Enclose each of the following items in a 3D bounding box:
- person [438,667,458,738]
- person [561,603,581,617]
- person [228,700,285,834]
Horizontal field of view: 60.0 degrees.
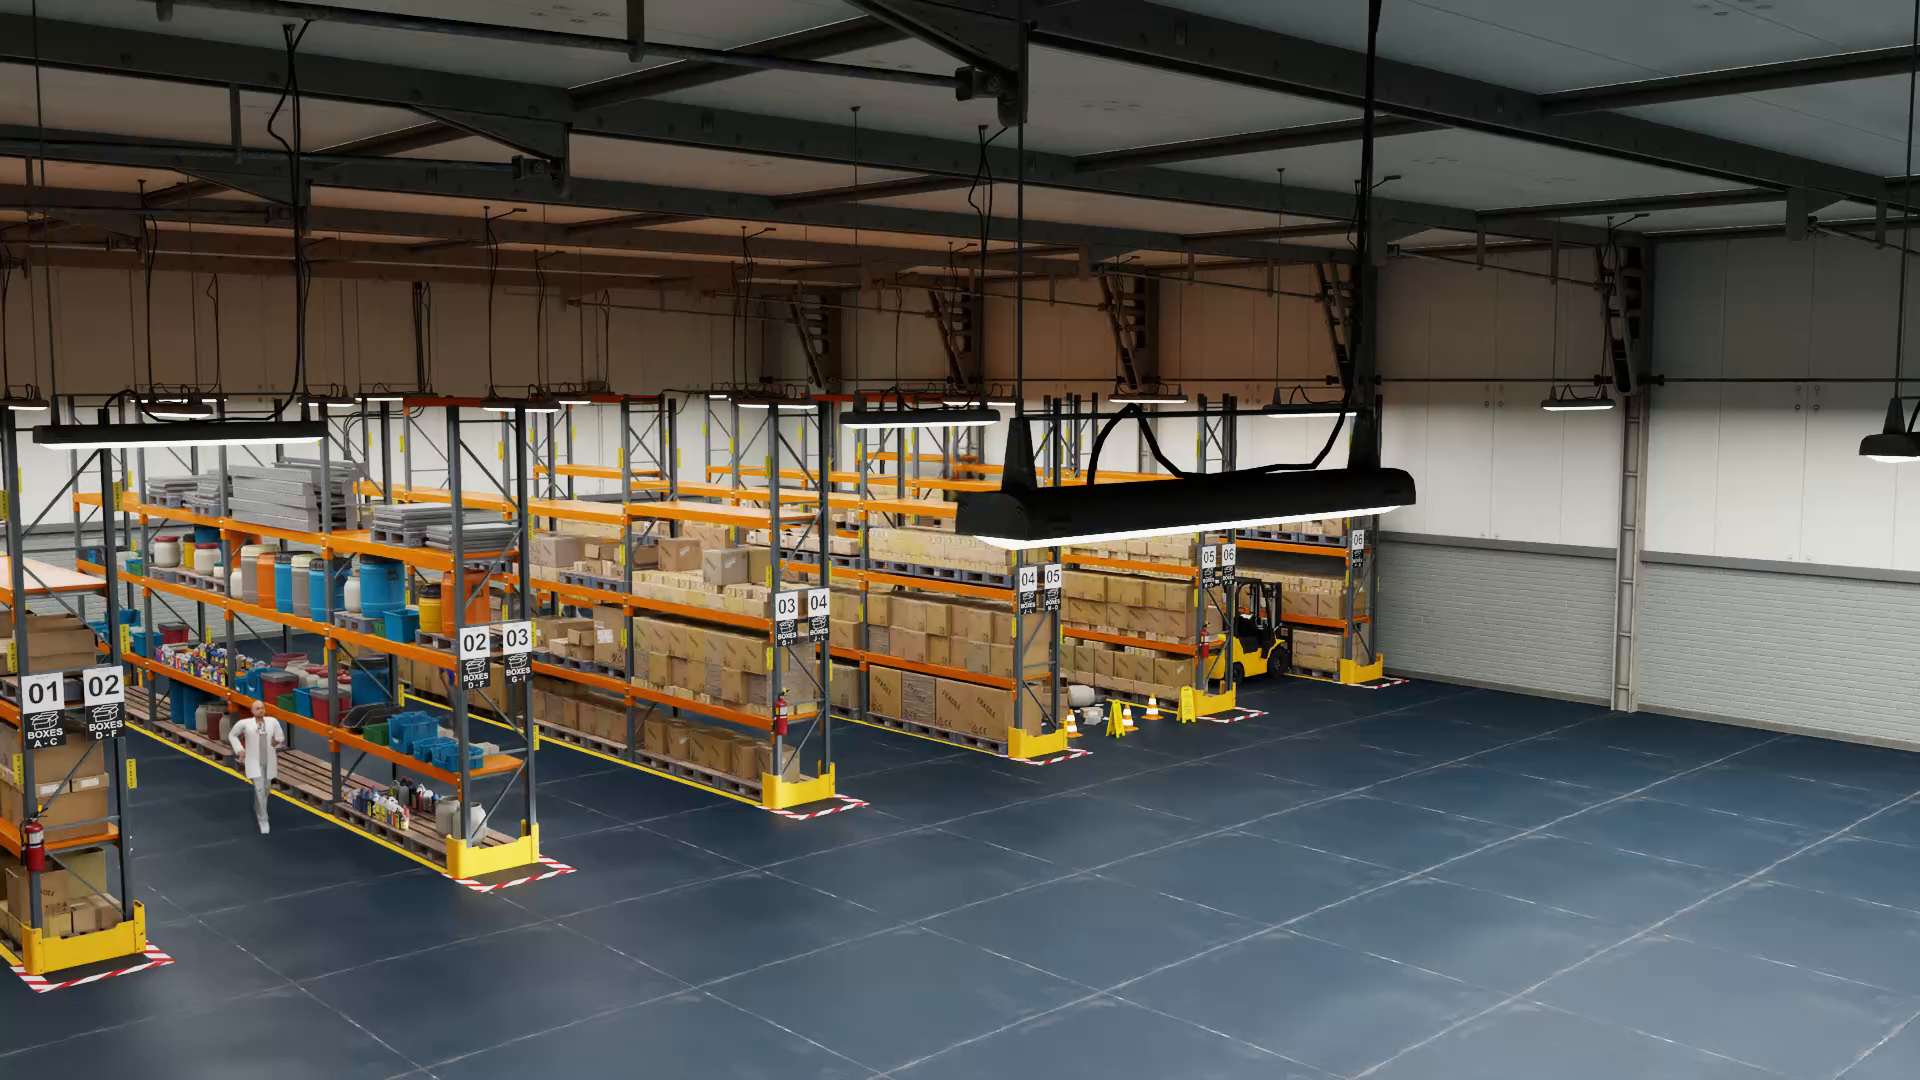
[{"bbox_3d":[-8.994,2.669,29.626,0.583,1.695,0.726,-4,7,-35],"label":"person"},{"bbox_3d":[-9.745,1.430,41.559,0.734,1.826,0.632,-4,7,-38],"label":"person"},{"bbox_3d":[-9.906,3.166,23.526,0.694,1.822,0.876,-5,7,-41],"label":"person"}]
